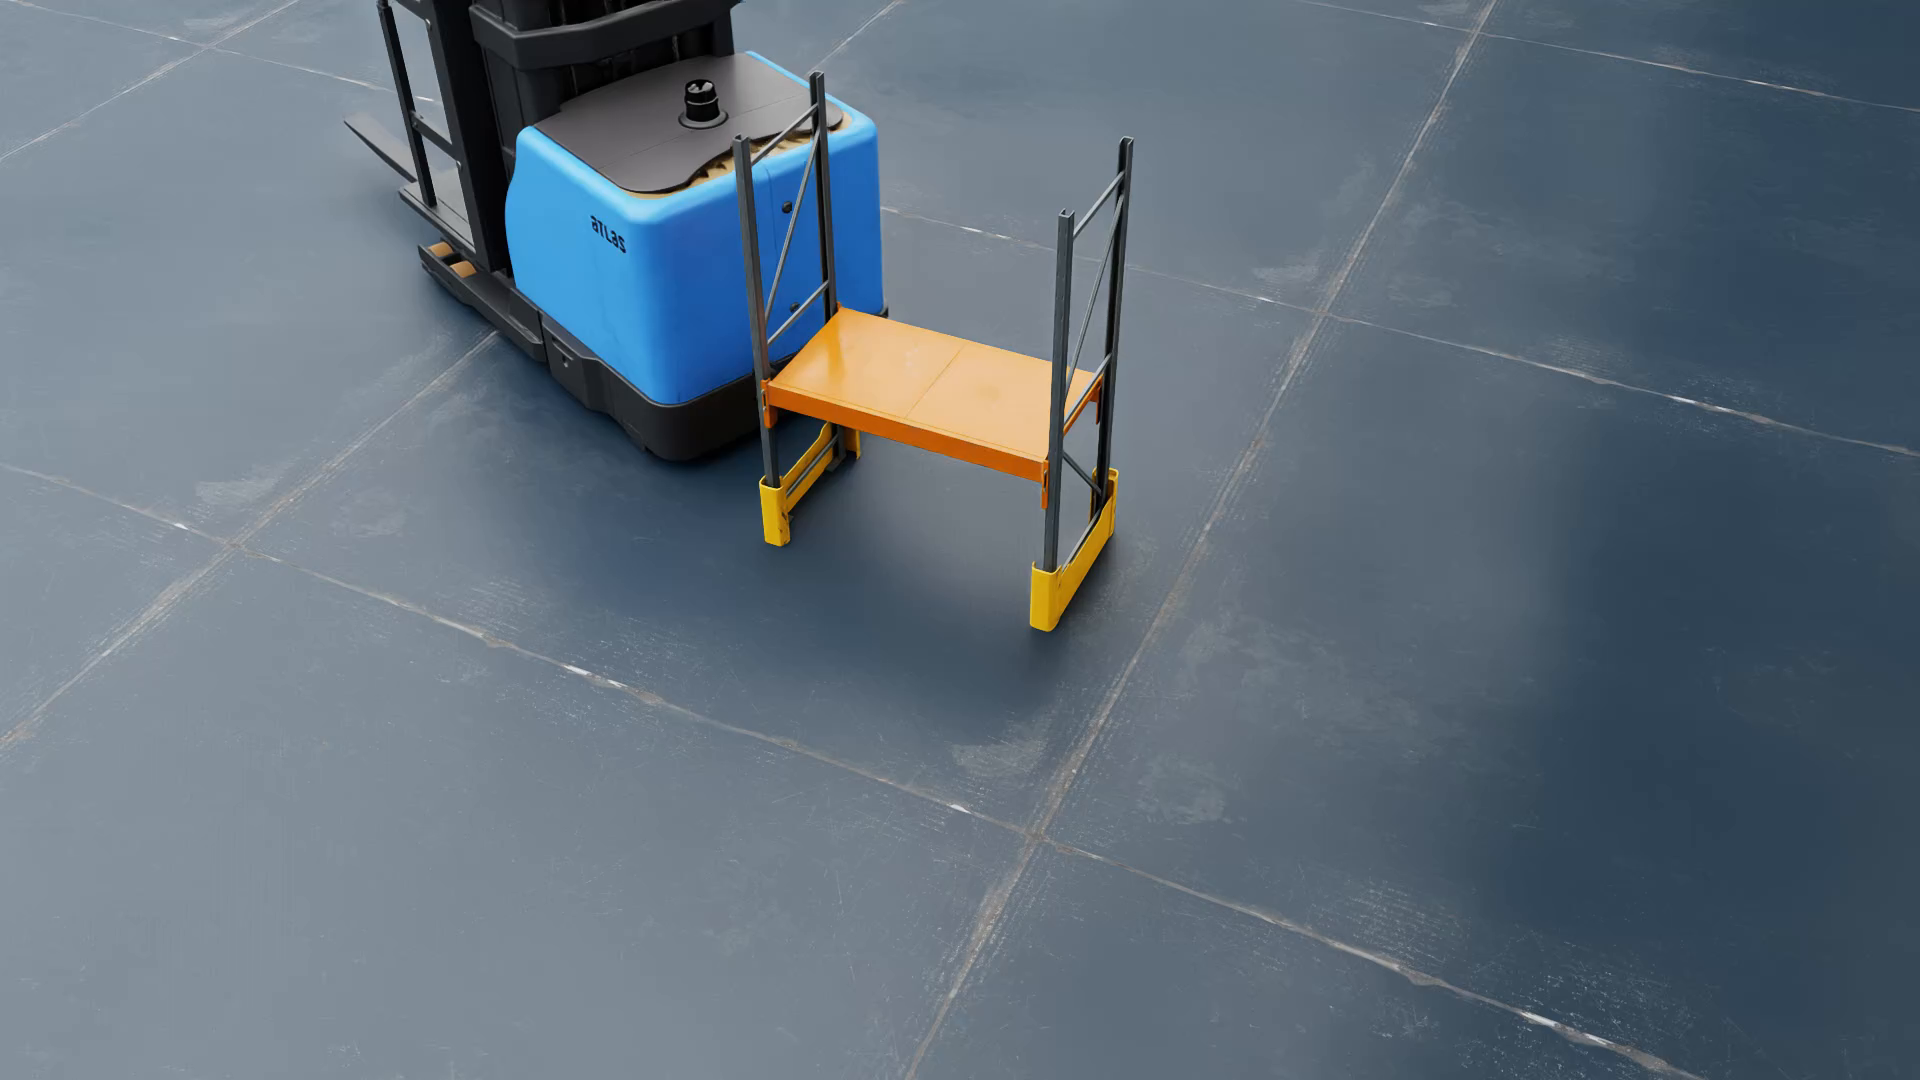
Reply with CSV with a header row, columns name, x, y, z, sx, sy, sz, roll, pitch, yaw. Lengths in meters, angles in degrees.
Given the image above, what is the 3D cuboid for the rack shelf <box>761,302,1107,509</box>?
name,x,y,z,sx,sy,sz,roll,pitch,yaw
rack shelf,-0.077,-0.454,5.404,1.000,0.185,0.538,17,44,19

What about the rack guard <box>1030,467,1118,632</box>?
name,x,y,z,sx,sy,sz,roll,pitch,yaw
rack guard,0.382,0.022,5.533,0.087,0.250,0.587,17,44,19

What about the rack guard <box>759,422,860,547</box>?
name,x,y,z,sx,sy,sz,roll,pitch,yaw
rack guard,-0.520,-0.253,5.852,0.087,0.250,0.587,17,44,19

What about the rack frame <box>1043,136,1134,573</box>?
name,x,y,z,sx,sy,sz,roll,pitch,yaw
rack frame,0.383,-0.450,5.124,0.032,1.500,0.500,17,44,19

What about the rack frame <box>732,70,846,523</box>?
name,x,y,z,sx,sy,sz,roll,pitch,yaw
rack frame,-0.538,-0.731,5.448,0.032,1.500,0.500,17,44,19

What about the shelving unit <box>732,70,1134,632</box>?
name,x,y,z,sx,sy,sz,roll,pitch,yaw
shelving unit,-0.069,-0.588,5.283,1.083,1.500,0.587,17,44,19

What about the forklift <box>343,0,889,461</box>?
name,x,y,z,sx,sy,sz,roll,pitch,yaw
forklift,-1.611,-2.285,6.148,1.130,2.935,3.031,-29,49,-29
